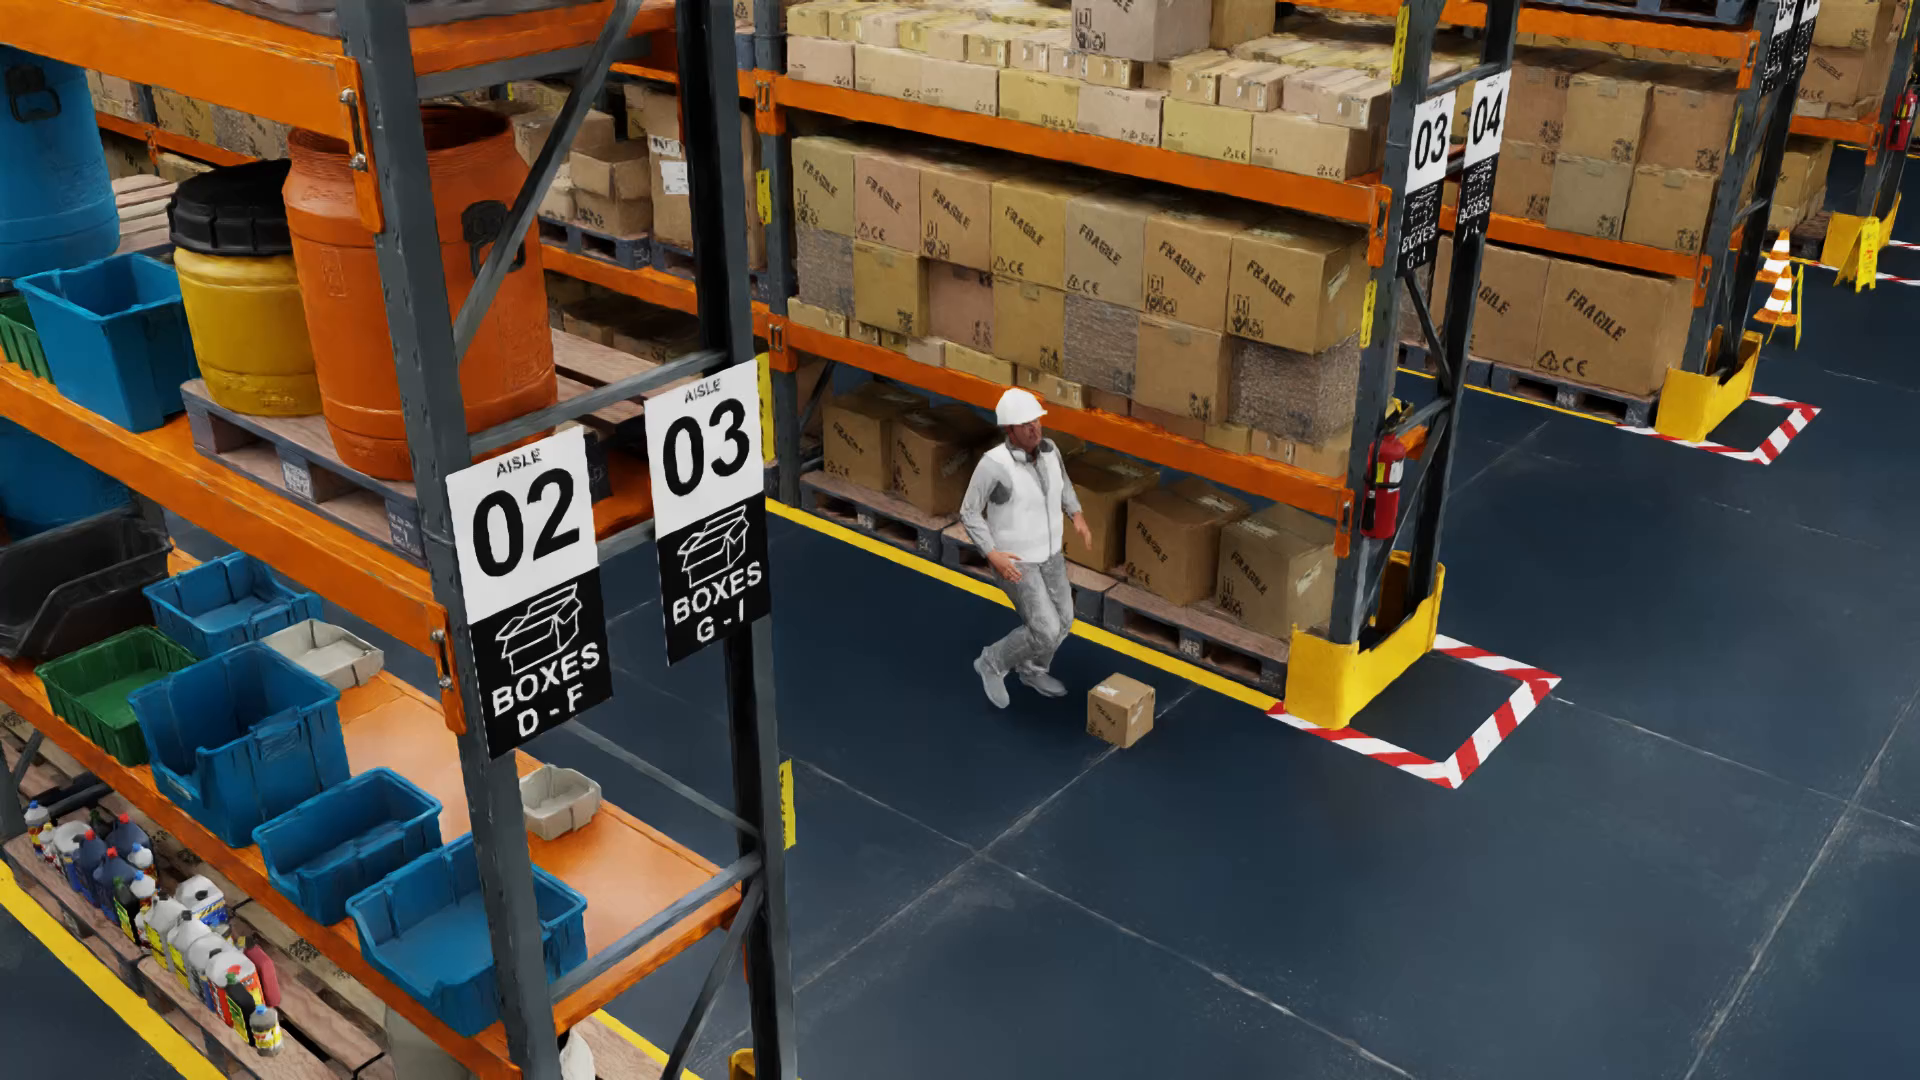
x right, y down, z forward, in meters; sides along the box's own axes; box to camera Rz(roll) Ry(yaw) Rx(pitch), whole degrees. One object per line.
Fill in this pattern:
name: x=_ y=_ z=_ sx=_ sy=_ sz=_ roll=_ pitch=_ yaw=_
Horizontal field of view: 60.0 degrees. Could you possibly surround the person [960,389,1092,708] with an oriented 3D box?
person: x=0.386 y=0.053 z=8.512 sx=0.503 sy=1.738 sz=0.716 roll=20 pitch=33 yaw=34
